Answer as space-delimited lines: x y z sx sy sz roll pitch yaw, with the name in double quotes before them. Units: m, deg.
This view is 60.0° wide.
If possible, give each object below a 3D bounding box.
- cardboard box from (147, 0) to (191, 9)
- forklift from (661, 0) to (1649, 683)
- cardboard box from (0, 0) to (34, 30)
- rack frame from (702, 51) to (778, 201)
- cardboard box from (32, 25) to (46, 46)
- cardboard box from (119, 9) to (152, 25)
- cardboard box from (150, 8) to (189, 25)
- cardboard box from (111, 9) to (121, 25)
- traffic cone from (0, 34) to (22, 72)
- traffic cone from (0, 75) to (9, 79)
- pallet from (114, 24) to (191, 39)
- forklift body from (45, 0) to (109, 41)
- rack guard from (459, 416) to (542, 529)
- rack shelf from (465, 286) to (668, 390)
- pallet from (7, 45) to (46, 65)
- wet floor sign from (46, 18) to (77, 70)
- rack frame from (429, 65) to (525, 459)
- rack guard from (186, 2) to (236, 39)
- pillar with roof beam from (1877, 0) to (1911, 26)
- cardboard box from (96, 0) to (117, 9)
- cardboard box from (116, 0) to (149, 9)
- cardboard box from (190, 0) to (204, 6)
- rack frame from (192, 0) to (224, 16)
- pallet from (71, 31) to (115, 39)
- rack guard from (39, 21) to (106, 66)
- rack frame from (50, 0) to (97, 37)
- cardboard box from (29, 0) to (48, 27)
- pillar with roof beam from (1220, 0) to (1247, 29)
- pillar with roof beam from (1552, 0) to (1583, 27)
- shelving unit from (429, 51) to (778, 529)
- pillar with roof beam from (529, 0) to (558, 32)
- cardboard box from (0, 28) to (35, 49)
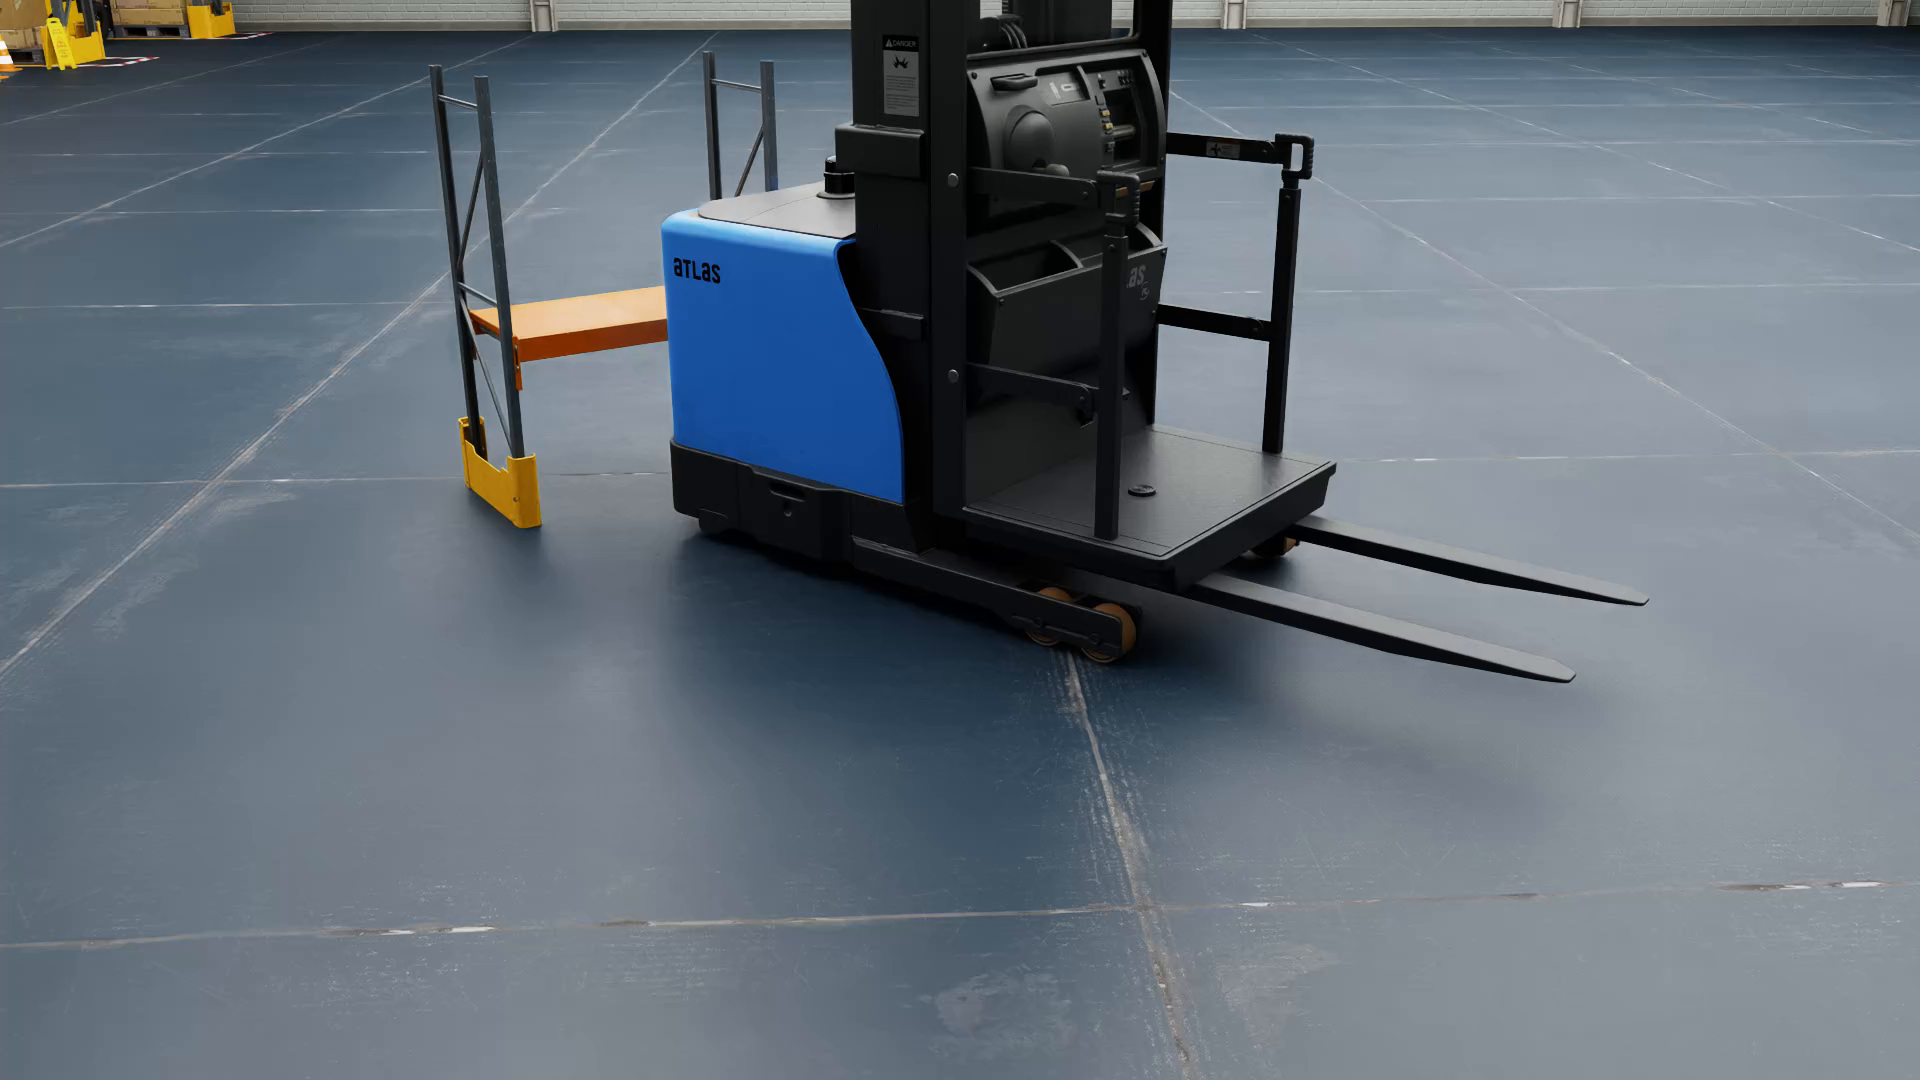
"cardboard box" -12.876 -8.792 27.070 0.500 0.250 0.500 -1 21 -4
"forklift" 0.494 -1.235 4.746 3.031 2.935 1.130 15 26 35
"cardboard box" -12.906 -7.158 22.426 0.500 0.500 0.500 -1 21 -3
"rack frame" -0.801 -1.035 6.231 0.032 1.500 0.500 -14 25 -32
"cardboard box" -12.942 -6.998 23.060 0.500 0.250 0.500 -1 21 -3
"cardboard box" -13.356 -8.551 27.139 0.500 0.250 0.500 -1 21 -3
"cardboard box" -12.859 -8.558 27.157 0.500 0.250 0.500 -1 21 -3
"cardboard box" -13.856 -8.544 27.121 0.500 0.250 0.500 -1 21 -2
"traffic cone" -12.476 -6.352 21.656 0.334 0.463 0.336 -1 21 -3
"traffic cone" -12.074 -5.965 20.638 0.334 0.463 0.336 -1 21 -3
"pallet" -13.169 -8.435 27.478 1.213 0.211 1.003 -1 21 -3
"forklift body" -14.197 -8.685 25.410 1.214 2.155 2.313 -1 21 -3
"rack guard" -1.641 -0.248 5.920 0.087 0.250 0.587 -14 25 -32
"rack shelf" -1.221 -0.765 6.028 1.000 0.185 0.538 -14 25 -32
"pallet" -13.010 -6.696 22.913 1.213 0.211 1.003 -1 21 -3
"wet floor sign" -11.870 -6.528 21.862 0.232 0.644 0.267 6 22 16
"rack frame" -1.642 -0.832 5.697 0.032 1.500 0.500 -14 25 -32
"rack guard" -12.384 -8.600 27.508 0.348 0.500 1.175 -1 21 -3
"pillar with roof beam" 17.042 -11.958 24.382 0.400 9.000 9.100 -1 21 -3
"cardboard box" -13.892 -8.768 27.006 0.500 0.250 0.500 -2 21 -4
"cardboard box" -13.377 -8.786 27.053 0.500 0.250 0.500 -1 21 -4
"cardboard box" -12.889 -8.977 27.556 0.500 0.250 0.500 -1 21 -2
"rack frame" -12.408 -9.768 27.062 0.127 3.000 1.000 -1 21 -3
"pallet" -14.384 -8.411 27.416 1.213 0.211 1.003 -1 21 -3
"rack guard" -12.197 -6.835 22.872 0.348 0.500 1.175 -1 21 -3
"rack frame" -12.121 -8.005 22.431 0.127 3.000 1.000 -1 21 -3
"cardboard box" -12.966 -7.348 22.925 0.500 0.500 0.500 -2 21 -5
"pillar with roof beam" 5.062 -11.714 23.742 0.400 9.000 9.100 -1 21 -3
"pillar with roof beam" 11.052 -11.836 24.062 0.400 9.000 9.100 -1 21 -3
"shelving unit" -1.229 -0.931 5.960 1.083 1.500 0.587 -14 25 -32
"pillar with roof beam" -6.918 -11.470 23.102 0.400 9.000 9.100 -1 21 -3
"cardboard box" -12.936 -6.804 22.550 0.500 0.250 0.500 -1 21 -3
